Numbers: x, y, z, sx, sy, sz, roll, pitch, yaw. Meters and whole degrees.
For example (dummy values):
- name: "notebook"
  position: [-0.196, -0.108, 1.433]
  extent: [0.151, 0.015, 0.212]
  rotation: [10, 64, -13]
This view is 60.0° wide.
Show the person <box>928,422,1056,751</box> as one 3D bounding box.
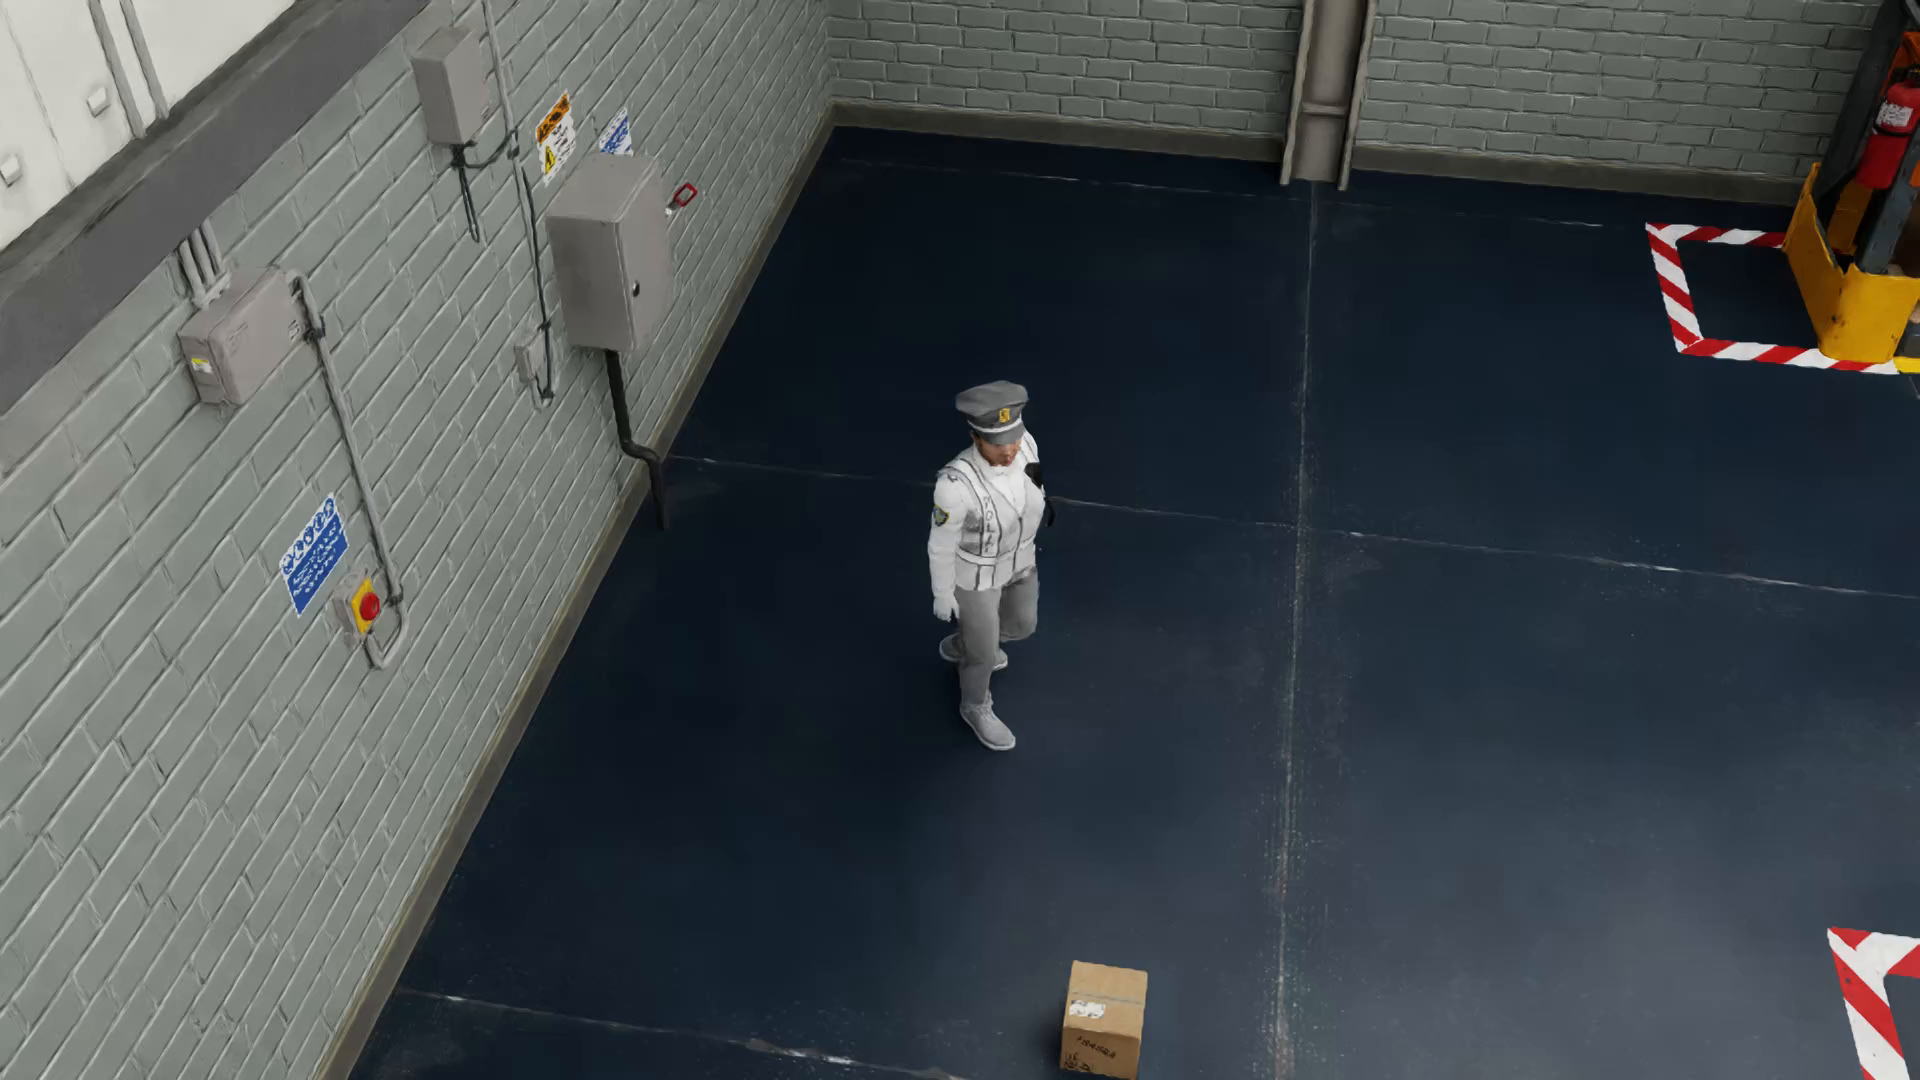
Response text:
- name: "person"
  position: [0.057, 0.072, 6.080]
  extent: [0.529, 1.647, 0.520]
  rotation: [33, 51, 32]
